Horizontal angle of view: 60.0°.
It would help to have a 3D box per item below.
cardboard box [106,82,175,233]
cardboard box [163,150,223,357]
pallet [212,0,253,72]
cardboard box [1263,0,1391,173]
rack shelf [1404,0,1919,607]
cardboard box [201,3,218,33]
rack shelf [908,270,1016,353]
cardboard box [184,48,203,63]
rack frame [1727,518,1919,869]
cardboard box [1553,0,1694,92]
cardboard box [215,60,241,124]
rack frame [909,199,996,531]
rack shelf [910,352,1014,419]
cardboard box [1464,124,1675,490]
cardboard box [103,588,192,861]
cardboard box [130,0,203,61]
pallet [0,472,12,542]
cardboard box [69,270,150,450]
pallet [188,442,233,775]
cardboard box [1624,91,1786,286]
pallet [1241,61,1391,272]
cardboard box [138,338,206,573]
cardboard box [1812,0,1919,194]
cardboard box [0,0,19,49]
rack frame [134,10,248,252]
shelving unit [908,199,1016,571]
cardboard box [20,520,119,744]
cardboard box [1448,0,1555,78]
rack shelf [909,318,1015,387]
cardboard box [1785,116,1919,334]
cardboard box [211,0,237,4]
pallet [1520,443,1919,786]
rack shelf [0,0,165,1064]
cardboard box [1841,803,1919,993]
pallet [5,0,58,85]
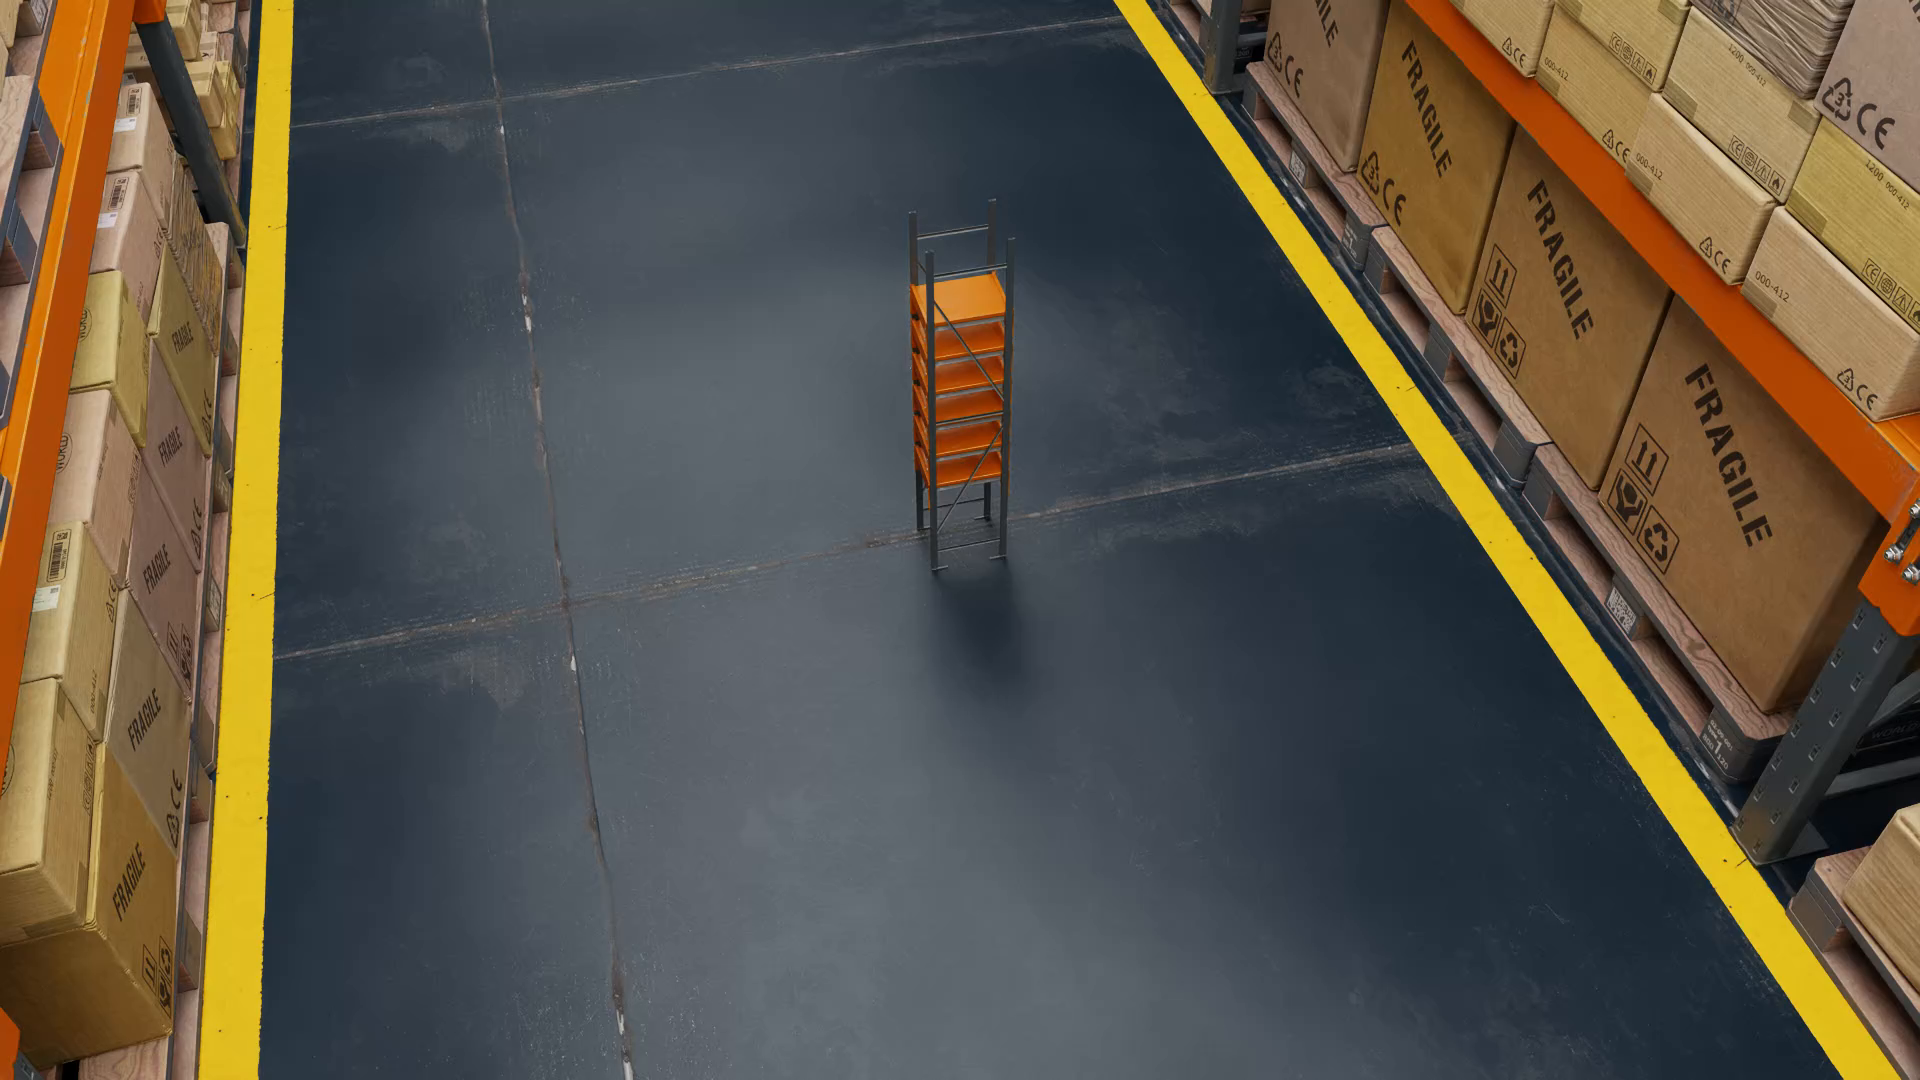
[{"bbox_3d":[-2.780,-1.169,5.226,0.500,0.250,0.500,-12,47,-11],"label":"cardboard box"},{"bbox_3d":[-2.782,-0.909,5.497,0.500,0.500,0.500,-12,47,-11],"label":"cardboard box"},{"bbox_3d":[-3.737,-2.427,7.481,1.003,0.211,1.213,-11,47,-10],"label":"pallet"},{"bbox_3d":[1.780,-2.067,6.369,0.875,0.875,0.875,-9,46,-9],"label":"cardboard box"},{"bbox_3d":[2.056,-1.444,5.069,1.077,0.370,4.000,-11,47,-10],"label":"rack shelf"},{"bbox_3d":[-3.293,-2.073,6.884,0.380,0.149,0.250,-12,47,-11],"label":"cardboard box"},{"bbox_3d":[0.004,-0.631,4.586,0.258,0.103,0.180,-11,47,-10],"label":"rack shelf"},{"bbox_3d":[-3.150,-1.822,6.430,0.380,0.149,0.250,-10,46,-10],"label":"cardboard box"},{"bbox_3d":[2.568,-0.315,3.459,1.000,3.000,0.127,-11,47,-10],"label":"rack frame"},{"bbox_3d":[1.913,-1.429,4.305,0.500,0.250,0.500,-12,47,-11],"label":"cardboard box"},{"bbox_3d":[-3.066,-1.745,6.562,0.380,0.149,0.250,-9,46,-9],"label":"cardboard box"},{"bbox_3d":[-0.020,-0.473,4.874,0.240,1.200,0.006,-11,47,-10],"label":"rack frame"},{"bbox_3d":[0.004,-0.463,4.758,0.258,0.103,0.180,-11,47,-10],"label":"rack shelf"},{"bbox_3d":[2.247,-0.827,5.154,0.875,0.875,0.875,-10,46,-10],"label":"cardboard box"},{"bbox_3d":[-2.258,0.506,4.110,0.500,0.500,0.500,-10,46,-10],"label":"cardboard box"},{"bbox_3d":[-3.116,-1.936,6.333,0.380,0.149,0.250,-9,46,-8],"label":"cardboard box"},{"bbox_3d":[-2.477,0.254,3.035,1.213,0.211,1.003,-11,47,-10],"label":"pallet"},{"bbox_3d":[-2.512,-0.449,4.521,0.500,0.250,0.500,-13,47,-12],"label":"cardboard box"},{"bbox_3d":[-2.699,0.255,4.852,1.003,0.211,1.213,-11,47,-10],"label":"pallet"},{"bbox_3d":[2.042,-0.914,4.151,0.500,0.250,0.500,-10,46,-10],"label":"cardboard box"},{"bbox_3d":[1.814,-1.582,6.653,1.003,0.211,1.213,-11,47,-10],"label":"pallet"},{"bbox_3d":[-2.524,-0.200,4.802,0.500,0.500,0.500,-12,47,-11],"label":"cardboard box"},{"bbox_3d":[2.183,-1.009,3.369,0.500,0.500,0.500,-12,47,-11],"label":"cardboard box"},{"bbox_3d":[-2.729,-1.398,4.402,0.380,0.149,0.250,-13,47,-12],"label":"cardboard box"},{"bbox_3d":[-3.215,-2.102,5.210,1.000,3.000,0.127,-11,47,-10],"label":"rack frame"},{"bbox_3d":[0.004,-0.410,4.812,0.258,1.200,0.189,-11,47,-10],"label":"shelving unit"},{"bbox_3d":[-2.264,0.254,3.831,0.500,0.250,0.500,-11,47,-11],"label":"cardboard box"},{"bbox_3d":[1.770,-1.612,4.834,0.500,0.250,0.500,-11,47,-11],"label":"cardboard box"},{"bbox_3d":[0.004,-0.547,4.672,0.258,0.103,0.180,-11,47,-10],"label":"rack shelf"},{"bbox_3d":[2.198,-0.726,3.616,0.500,0.250,0.500,-11,47,-10],"label":"cardboard box"},{"bbox_3d":[-3.369,-2.450,7.253,0.380,0.149,0.250,-12,47,-11],"label":"cardboard box"},{"bbox_3d":[2.439,0.103,5.002,1.003,0.211,1.213,-11,47,-10],"label":"pallet"},{"bbox_3d":[-2.703,-0.470,4.114,1.077,0.370,4.000,-11,47,-10],"label":"rack shelf"},{"bbox_3d":[2.703,0.849,3.863,0.950,0.372,0.625,-14,47,-13],"label":"cardboard box"},{"bbox_3d":[-3.160,-1.481,4.735,1.003,0.211,1.213,-11,47,-10],"label":"pallet"}]
